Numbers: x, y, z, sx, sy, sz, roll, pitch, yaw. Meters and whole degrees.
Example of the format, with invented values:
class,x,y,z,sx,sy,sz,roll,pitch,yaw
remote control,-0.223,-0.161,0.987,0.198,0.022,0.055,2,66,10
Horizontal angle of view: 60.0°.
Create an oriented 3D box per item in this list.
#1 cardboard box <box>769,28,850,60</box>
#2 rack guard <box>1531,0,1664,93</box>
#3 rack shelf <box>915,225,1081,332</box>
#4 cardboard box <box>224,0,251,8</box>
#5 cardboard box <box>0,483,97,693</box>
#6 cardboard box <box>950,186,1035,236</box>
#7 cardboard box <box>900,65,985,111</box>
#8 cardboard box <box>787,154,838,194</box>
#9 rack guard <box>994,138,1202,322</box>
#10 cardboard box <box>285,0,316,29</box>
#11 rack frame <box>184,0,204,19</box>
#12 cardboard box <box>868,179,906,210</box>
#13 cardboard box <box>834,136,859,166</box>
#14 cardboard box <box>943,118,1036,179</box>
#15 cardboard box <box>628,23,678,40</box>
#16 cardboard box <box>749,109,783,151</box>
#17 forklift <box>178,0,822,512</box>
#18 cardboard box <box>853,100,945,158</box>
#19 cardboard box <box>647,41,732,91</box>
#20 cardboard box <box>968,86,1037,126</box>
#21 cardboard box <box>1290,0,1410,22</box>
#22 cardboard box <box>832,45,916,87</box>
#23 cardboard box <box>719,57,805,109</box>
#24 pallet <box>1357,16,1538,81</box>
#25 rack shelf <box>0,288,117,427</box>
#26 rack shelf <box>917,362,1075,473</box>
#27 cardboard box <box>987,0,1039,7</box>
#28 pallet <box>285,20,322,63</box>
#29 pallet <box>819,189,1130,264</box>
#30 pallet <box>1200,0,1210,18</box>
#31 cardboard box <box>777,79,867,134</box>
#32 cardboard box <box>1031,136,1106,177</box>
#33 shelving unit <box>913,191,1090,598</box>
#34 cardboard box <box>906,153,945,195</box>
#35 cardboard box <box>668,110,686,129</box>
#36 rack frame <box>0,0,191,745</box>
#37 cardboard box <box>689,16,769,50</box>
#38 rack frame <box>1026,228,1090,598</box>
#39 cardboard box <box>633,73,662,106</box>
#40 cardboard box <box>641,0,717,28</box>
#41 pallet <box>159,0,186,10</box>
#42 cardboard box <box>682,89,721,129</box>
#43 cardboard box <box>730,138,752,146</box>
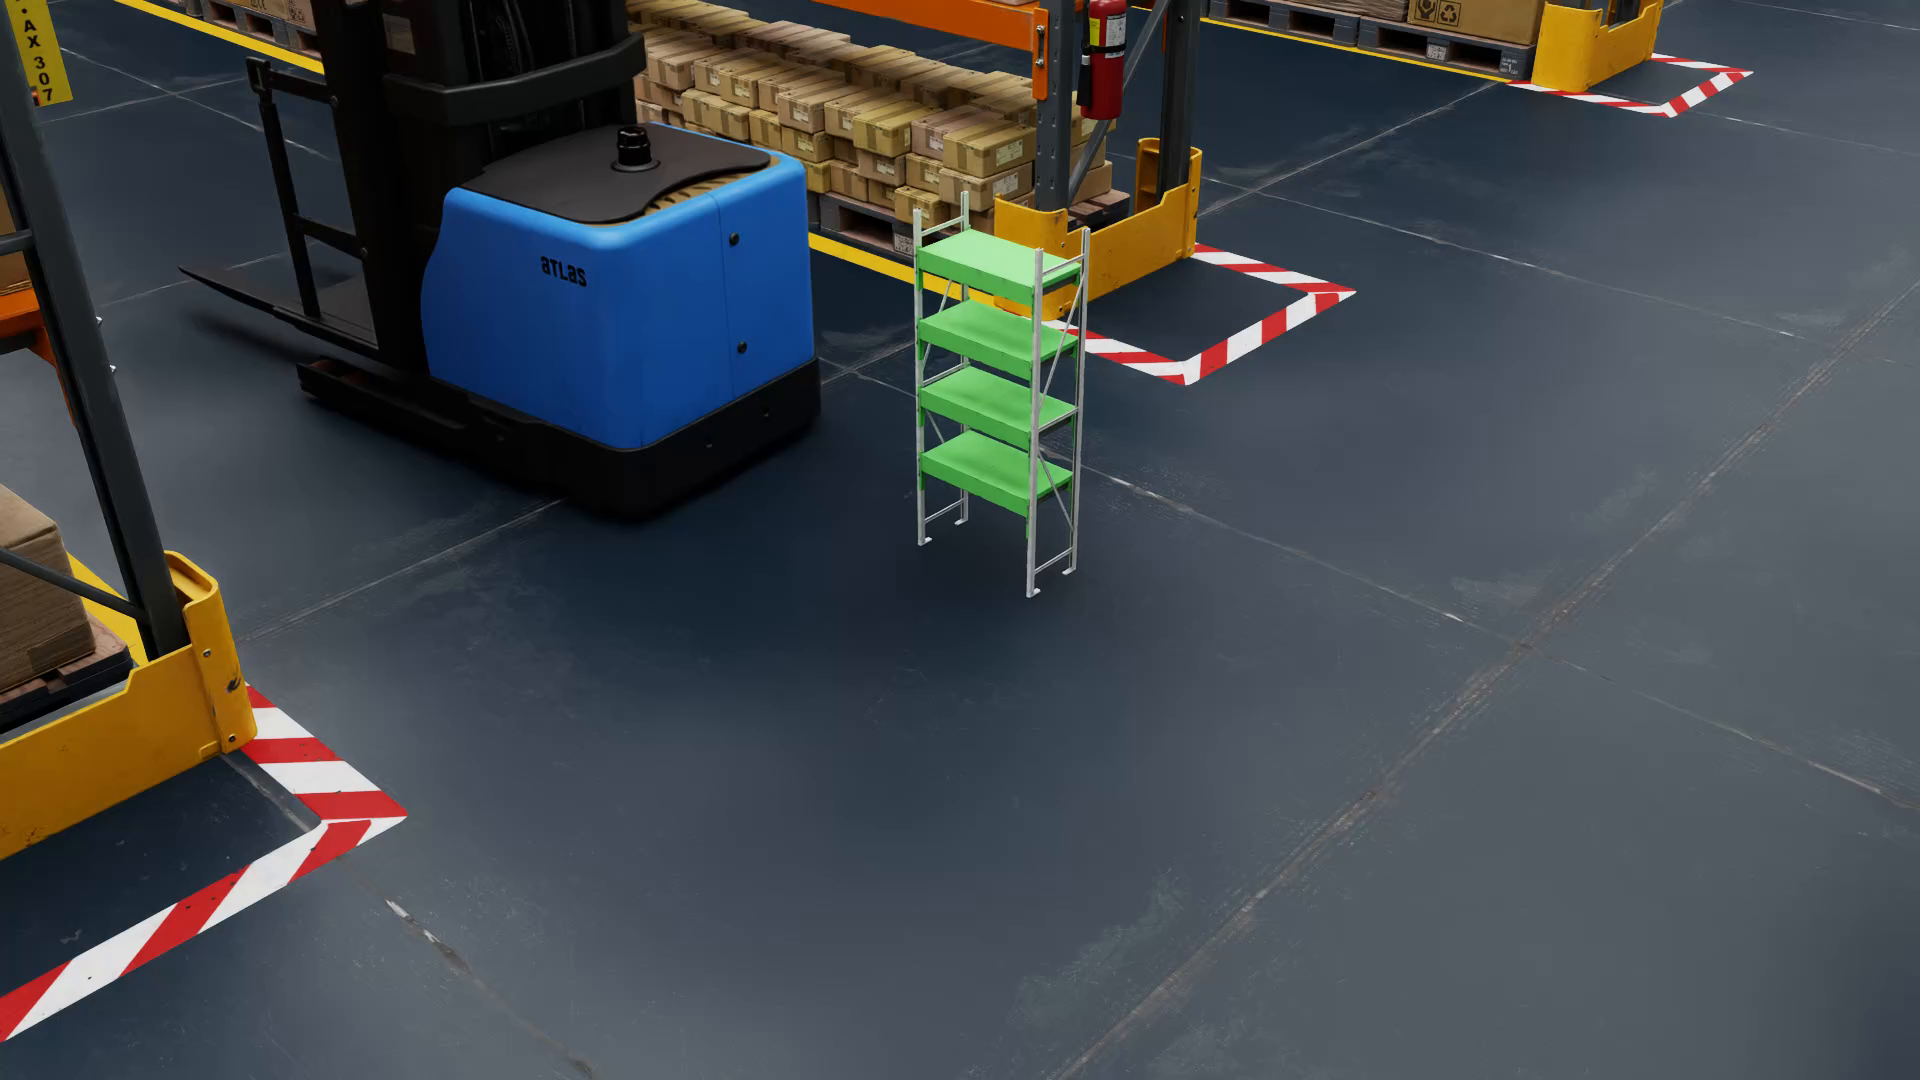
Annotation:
class,x,y,z,sx,sy,sz,roll,pitch,yaw
cardboard box,-0.810,-2.645,9.015,0.250,0.149,0.380,23,38,33
rack guard,4.122,-3.276,10.708,0.348,0.500,1.175,25,39,35
rack shelf,0.123,-0.813,5.131,0.480,0.148,0.258,25,39,35
cardboard box,-4.877,-4.029,11.551,0.500,0.500,0.500,23,38,33
cardboard box,-3.102,0.162,4.650,0.875,0.438,0.875,24,38,34
cardboard box,0.171,-1.555,7.781,0.250,0.149,0.380,26,40,36
cardboard box,-0.085,-2.258,8.373,0.250,0.149,0.380,23,38,33
cardboard box,-0.649,-1.874,8.312,0.250,0.149,0.380,23,38,33
rack guard,0.645,-1.449,7.673,0.348,0.500,1.175,25,39,35
cardboard box,-4.118,-3.681,10.972,0.500,0.500,0.500,24,38,34
rack frame,-5.231,-5.263,11.583,0.127,3.000,1.000,25,39,35
cardboard box,-0.226,-1.729,8.071,0.250,0.149,0.380,25,39,35
cardboard box,-0.399,-1.965,8.174,0.250,0.149,0.380,24,39,35
cardboard box,0.138,-1.794,7.601,0.250,0.149,0.380,26,39,36
cardboard box,-1.763,-2.706,9.118,0.250,0.149,0.380,24,39,34
cardboard box,-0.839,-2.103,8.403,0.380,0.149,0.250,-27,40,-37
forklift,-2.026,-1.949,6.145,3.031,2.935,1.130,21,37,30
cardboard box,-0.287,-1.944,7.850,0.250,0.149,0.380,24,39,34
cardboard box,-1.421,-2.506,8.784,0.250,0.149,0.380,26,40,36
cardboard box,0.255,-2.068,8.057,0.250,0.149,0.380,26,40,36
cardboard box,2.901,-4.131,11.357,0.875,0.875,0.875,25,39,35
cardboard box,-0.449,-2.466,8.719,0.250,0.149,0.380,26,39,36
cardboard box,-1.007,-2.343,8.513,0.250,0.149,0.380,25,39,35
pallet,3.459,-3.408,11.206,1.213,0.211,1.003,25,39,35
rack shelf,-4.029,-0.950,5.117,4.000,0.370,1.077,25,39,35
rack shelf,0.123,-0.402,5.378,0.480,0.148,0.258,25,39,35
cardboard box,0.270,-2.391,7.057,0.250,0.149,0.380,25,39,35
pallet,-3.752,-3.375,11.151,1.213,0.211,1.003,25,39,35
pallet,0.066,-1.620,8.237,1.213,0.211,1.003,25,39,35
pallet,1.650,-4.252,12.609,1.213,0.211,1.003,25,39,35
cardboard box,-0.673,-2.129,8.158,0.250,0.149,0.380,27,40,37
cardboard box,0.485,-1.859,7.999,0.250,0.149,0.380,27,40,37
shelving unit,0.123,-0.457,5.345,0.503,1.200,0.258,25,39,35
cardboard box,-0.040,-1.764,7.841,0.250,0.149,0.380,24,38,34
cardboard box,-1.349,-2.281,8.988,0.250,0.149,0.380,23,38,33
rack frame,-2.546,-0.566,3.782,0.127,3.000,1.000,25,39,35
cardboard box,-1.281,-2.792,9.259,0.250,0.149,0.380,27,40,37
rack frame,0.304,-0.372,5.205,0.015,1.200,0.240,25,39,35
cardboard box,-1.560,-2.498,9.060,0.250,0.149,0.380,23,38,33
cardboard box,-1.610,-2.995,9.596,0.250,0.149,0.380,26,39,36
pallet,-5.764,-4.370,12.804,1.213,0.211,1.003,25,39,35
cardboard box,-1.227,-2.282,8.701,0.250,0.149,0.380,25,39,35
cardboard box,-0.975,-2.093,8.675,0.250,0.149,0.380,26,40,36
